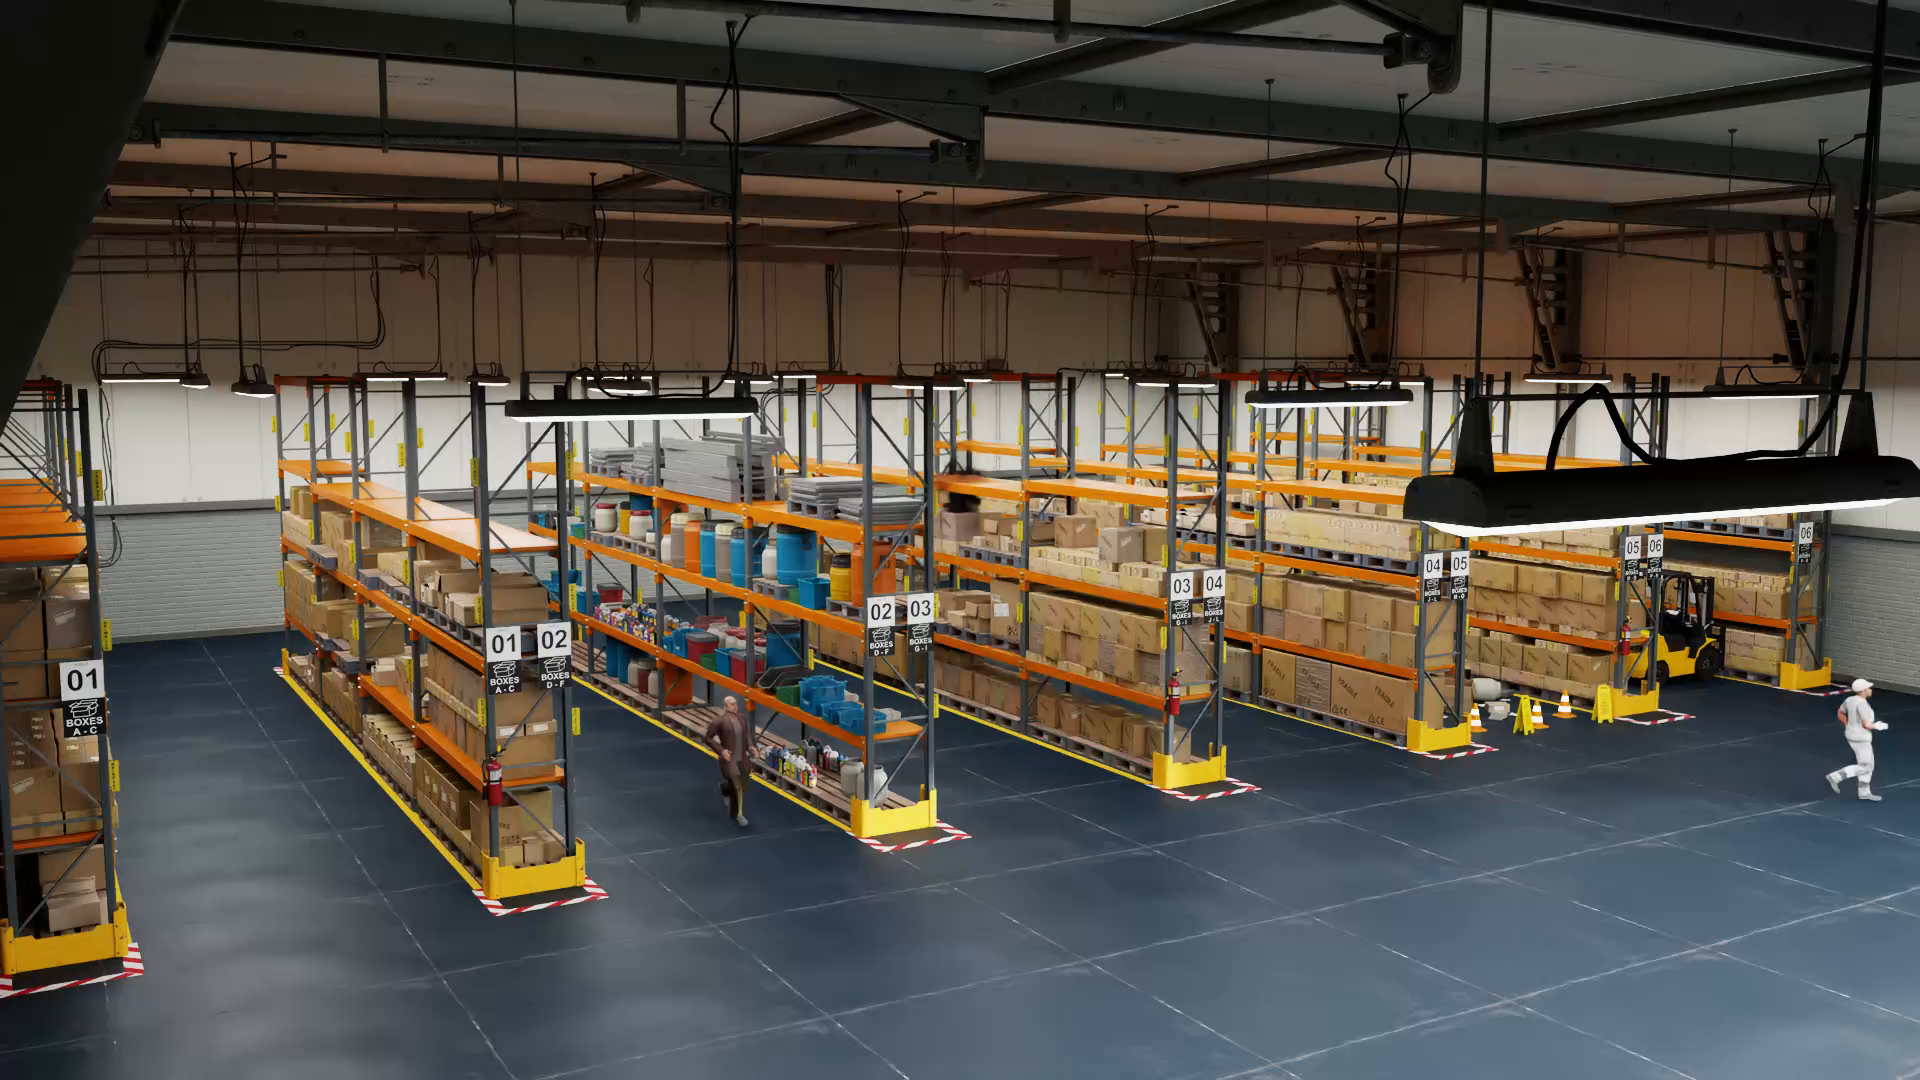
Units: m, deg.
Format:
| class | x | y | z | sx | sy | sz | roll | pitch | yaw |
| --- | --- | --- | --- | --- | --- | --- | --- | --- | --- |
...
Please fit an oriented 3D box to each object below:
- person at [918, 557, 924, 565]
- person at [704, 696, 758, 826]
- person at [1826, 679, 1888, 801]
| class | x | y | z | sx | sy | sz | roll | pitch | yaw |
| --- | --- | --- | --- | --- | --- | --- | --- | --- | --- |
| person | -0.957 | 0.890 | 42.012 | 0.755 | 1.690 | 0.780 | 0 | 6 | -3 |
| person | -3.150 | 2.995 | 22.733 | 0.712 | 1.744 | 0.738 | -6 | 9 | -44 |
| person | 12.811 | 2.853 | 23.788 | 0.782 | 1.757 | 0.663 | 1 | 6 | 10 |
